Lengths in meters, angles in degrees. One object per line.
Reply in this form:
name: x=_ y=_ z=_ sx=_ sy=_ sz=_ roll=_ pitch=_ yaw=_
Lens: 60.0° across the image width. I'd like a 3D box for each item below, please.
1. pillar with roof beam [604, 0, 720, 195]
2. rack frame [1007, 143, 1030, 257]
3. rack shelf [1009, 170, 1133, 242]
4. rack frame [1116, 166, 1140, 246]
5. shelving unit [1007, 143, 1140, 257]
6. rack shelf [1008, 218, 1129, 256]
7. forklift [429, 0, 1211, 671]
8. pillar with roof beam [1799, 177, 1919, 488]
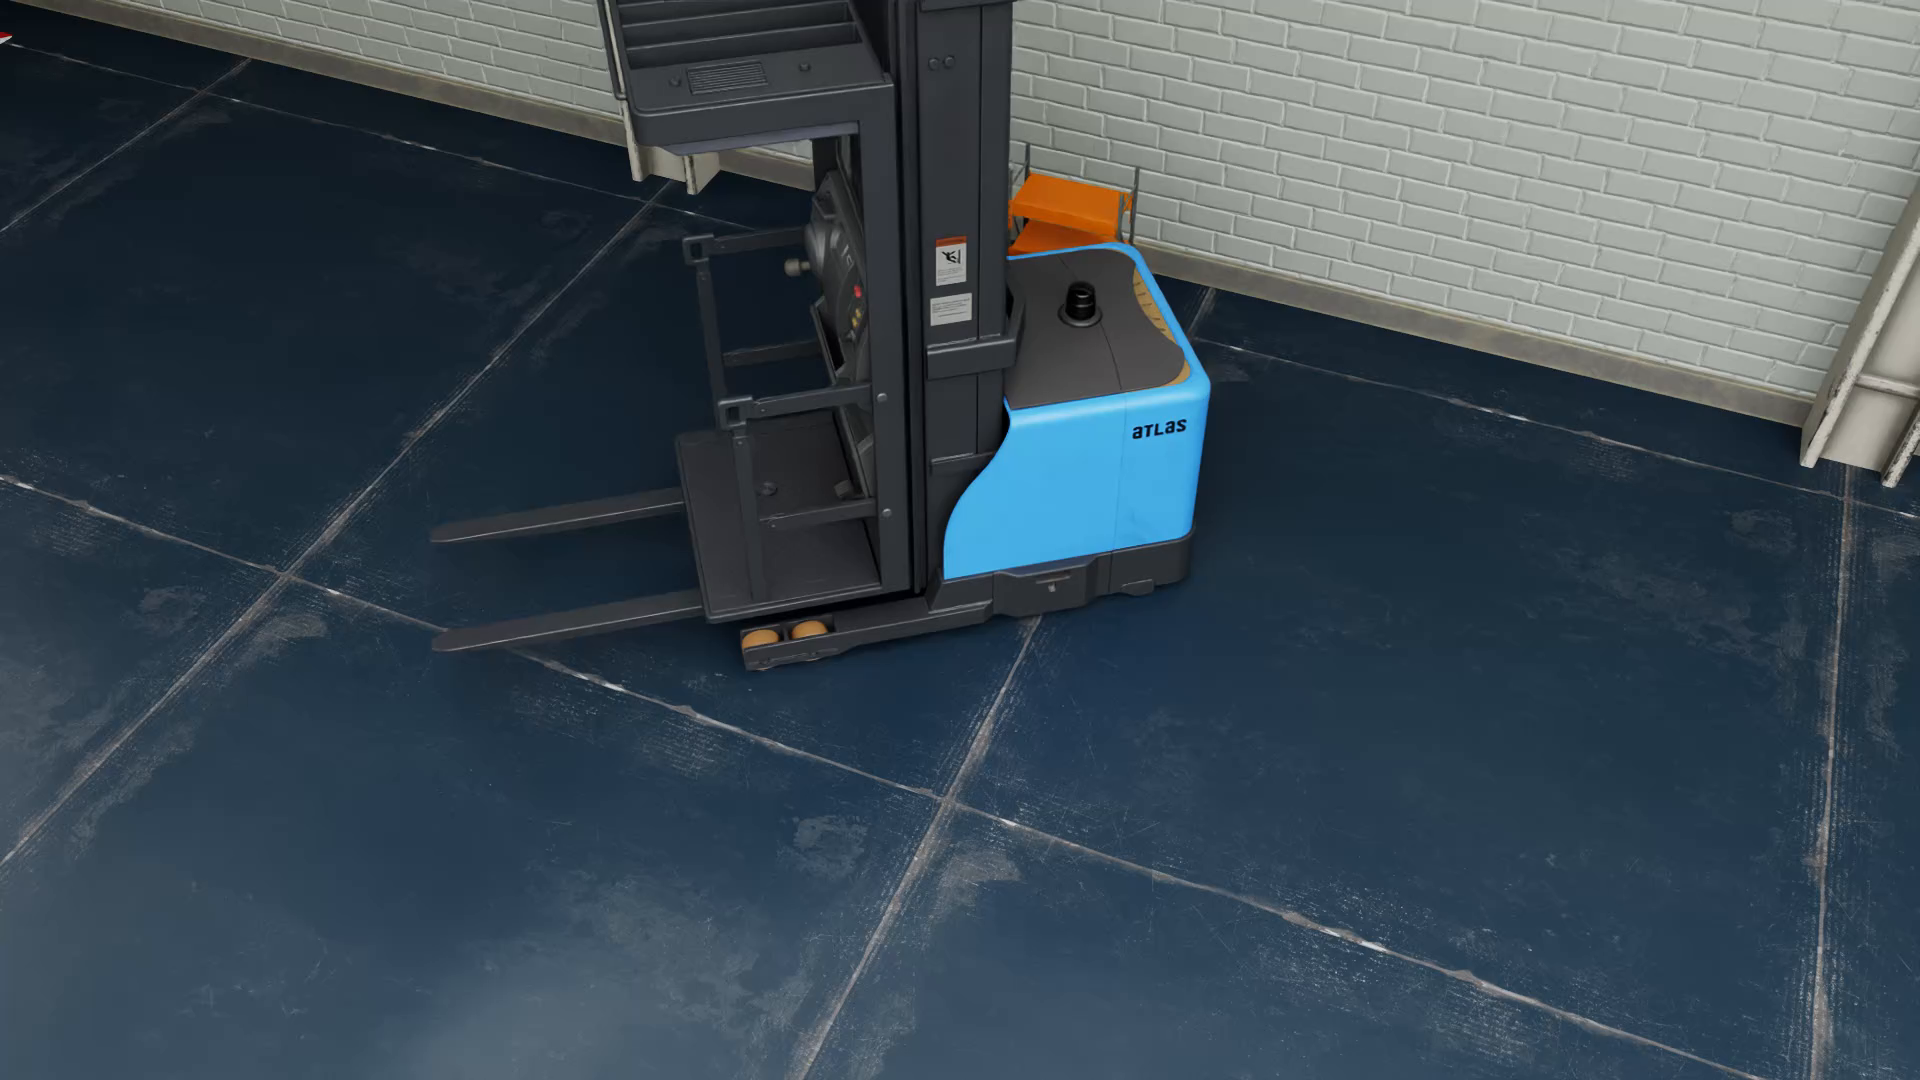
pillar with roof beam: x=-3.203 y=-2.399 z=3.120 sx=0.400 sy=9.000 sz=9.100 roll=16 pitch=47 yaw=16
rack frame: x=0.250 y=-1.189 z=7.434 sx=0.015 sy=1.200 sz=0.240 roll=16 pitch=47 yaw=15
rack shelf: x=0.477 y=-1.405 z=7.093 sx=0.480 sy=0.148 sz=0.258 roll=16 pitch=47 yaw=15
rack frame: x=0.704 y=-1.063 z=7.307 sx=0.015 sy=1.200 sz=0.240 roll=16 pitch=47 yaw=15
shelving unit: x=0.477 y=-1.126 z=7.370 sx=0.503 sy=1.200 sz=0.258 roll=16 pitch=47 yaw=15
rack shelf: x=0.477 y=-1.237 z=7.260 sx=0.480 sy=0.148 sz=0.258 roll=16 pitch=47 yaw=15
forklift: x=-0.623 y=-0.939 z=5.954 sx=3.031 sy=2.935 sz=1.130 roll=-10 pitch=46 yaw=-10
pillar with roof beam: x=2.334 y=-0.770 z=1.482 sx=0.400 sy=9.000 sz=9.100 roll=16 pitch=47 yaw=16
